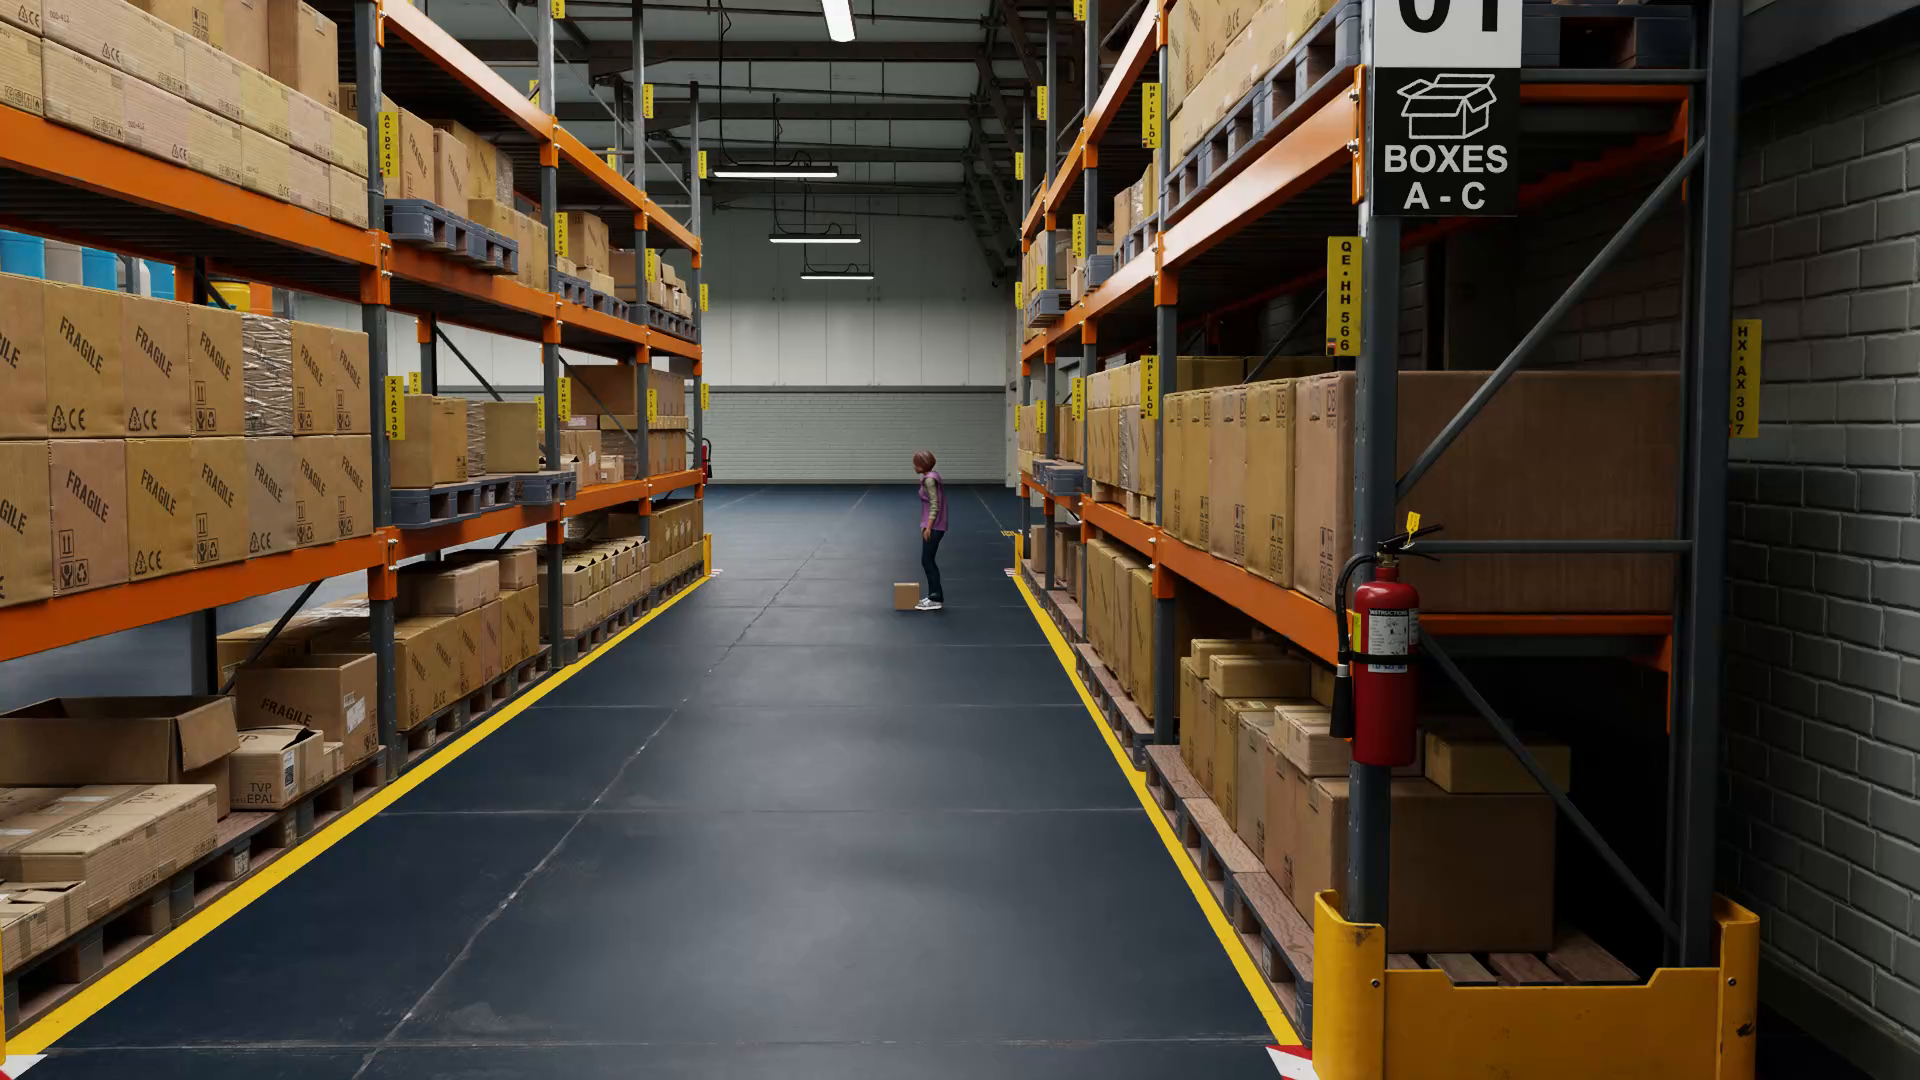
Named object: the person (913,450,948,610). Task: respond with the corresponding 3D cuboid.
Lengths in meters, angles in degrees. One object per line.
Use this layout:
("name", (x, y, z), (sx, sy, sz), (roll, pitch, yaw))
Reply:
("person", (-0.298, -0.046, 16.724), (0.346, 1.479, 0.477), (0, 4, -3))
